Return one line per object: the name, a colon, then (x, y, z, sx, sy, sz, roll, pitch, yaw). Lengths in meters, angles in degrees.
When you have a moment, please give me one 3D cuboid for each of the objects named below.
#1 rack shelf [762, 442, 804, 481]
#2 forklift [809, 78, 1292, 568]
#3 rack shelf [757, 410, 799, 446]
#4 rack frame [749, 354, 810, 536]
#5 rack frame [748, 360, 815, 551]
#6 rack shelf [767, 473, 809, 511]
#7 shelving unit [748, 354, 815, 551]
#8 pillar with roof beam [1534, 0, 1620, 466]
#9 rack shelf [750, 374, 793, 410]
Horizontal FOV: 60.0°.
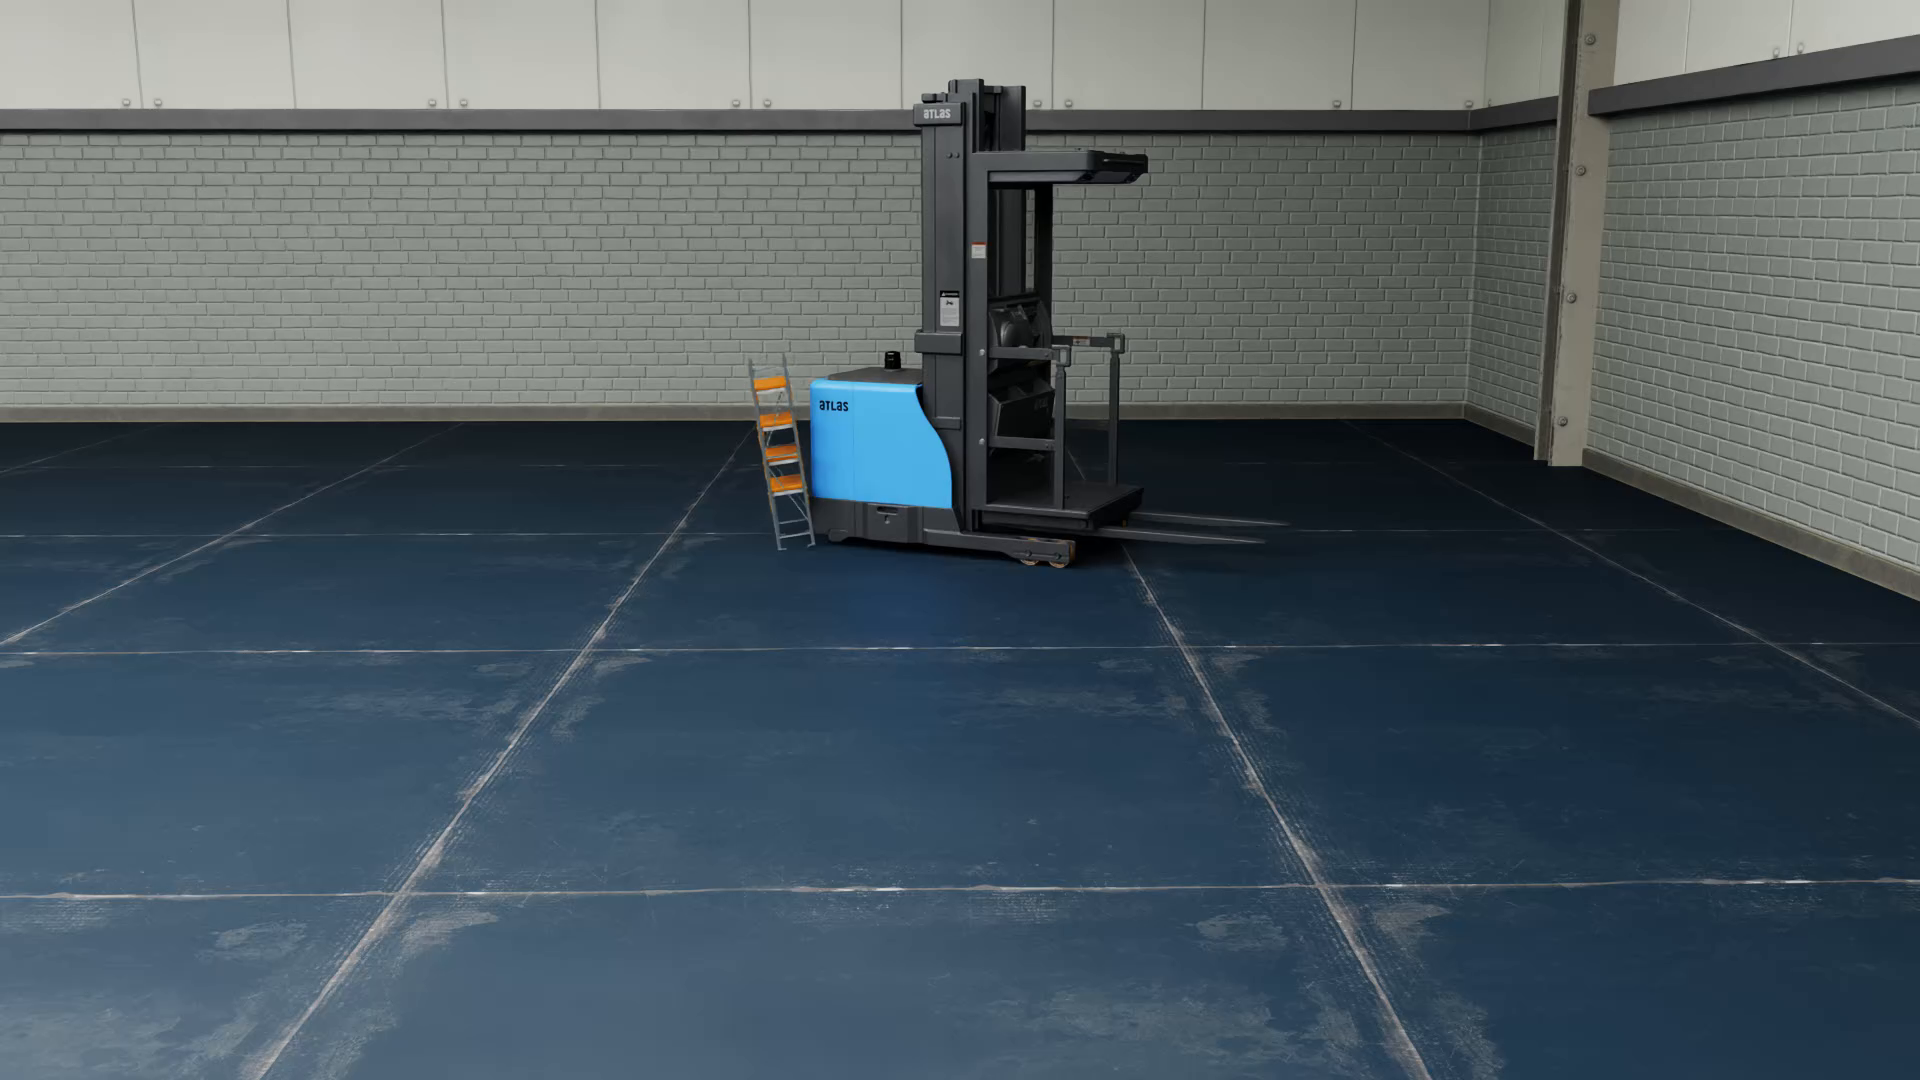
rack shelf: (-1.153, -0.515, 10.846, 0.258, 0.148, 0.480, -9, 12, -5)
forklift: (0.570, -1.385, 10.514, 3.031, 2.935, 1.130, 5, 13, 24)
rack shelf: (-1.184, -0.732, 10.799, 0.258, 0.148, 0.480, -9, 12, -5)
rack frame: (-1.189, -0.628, 11.070, 0.240, 1.200, 0.015, -9, 12, -5)
rack frame: (-1.135, -0.533, 10.595, 0.240, 1.200, 0.015, -9, 12, -5)
rack shelf: (-1.126, -0.323, 10.888, 0.258, 0.148, 0.480, -9, 12, -5)
shelving unit: (-1.162, -0.581, 10.832, 0.258, 1.200, 0.503, -9, 12, -5)
pillar with roof beam: (0.871, -5.063, 13.380, 9.100, 9.000, 0.400, 0, 11, -1)
rack shelf: (-1.216, -0.961, 10.749, 0.258, 0.148, 0.480, -9, 12, -5)
